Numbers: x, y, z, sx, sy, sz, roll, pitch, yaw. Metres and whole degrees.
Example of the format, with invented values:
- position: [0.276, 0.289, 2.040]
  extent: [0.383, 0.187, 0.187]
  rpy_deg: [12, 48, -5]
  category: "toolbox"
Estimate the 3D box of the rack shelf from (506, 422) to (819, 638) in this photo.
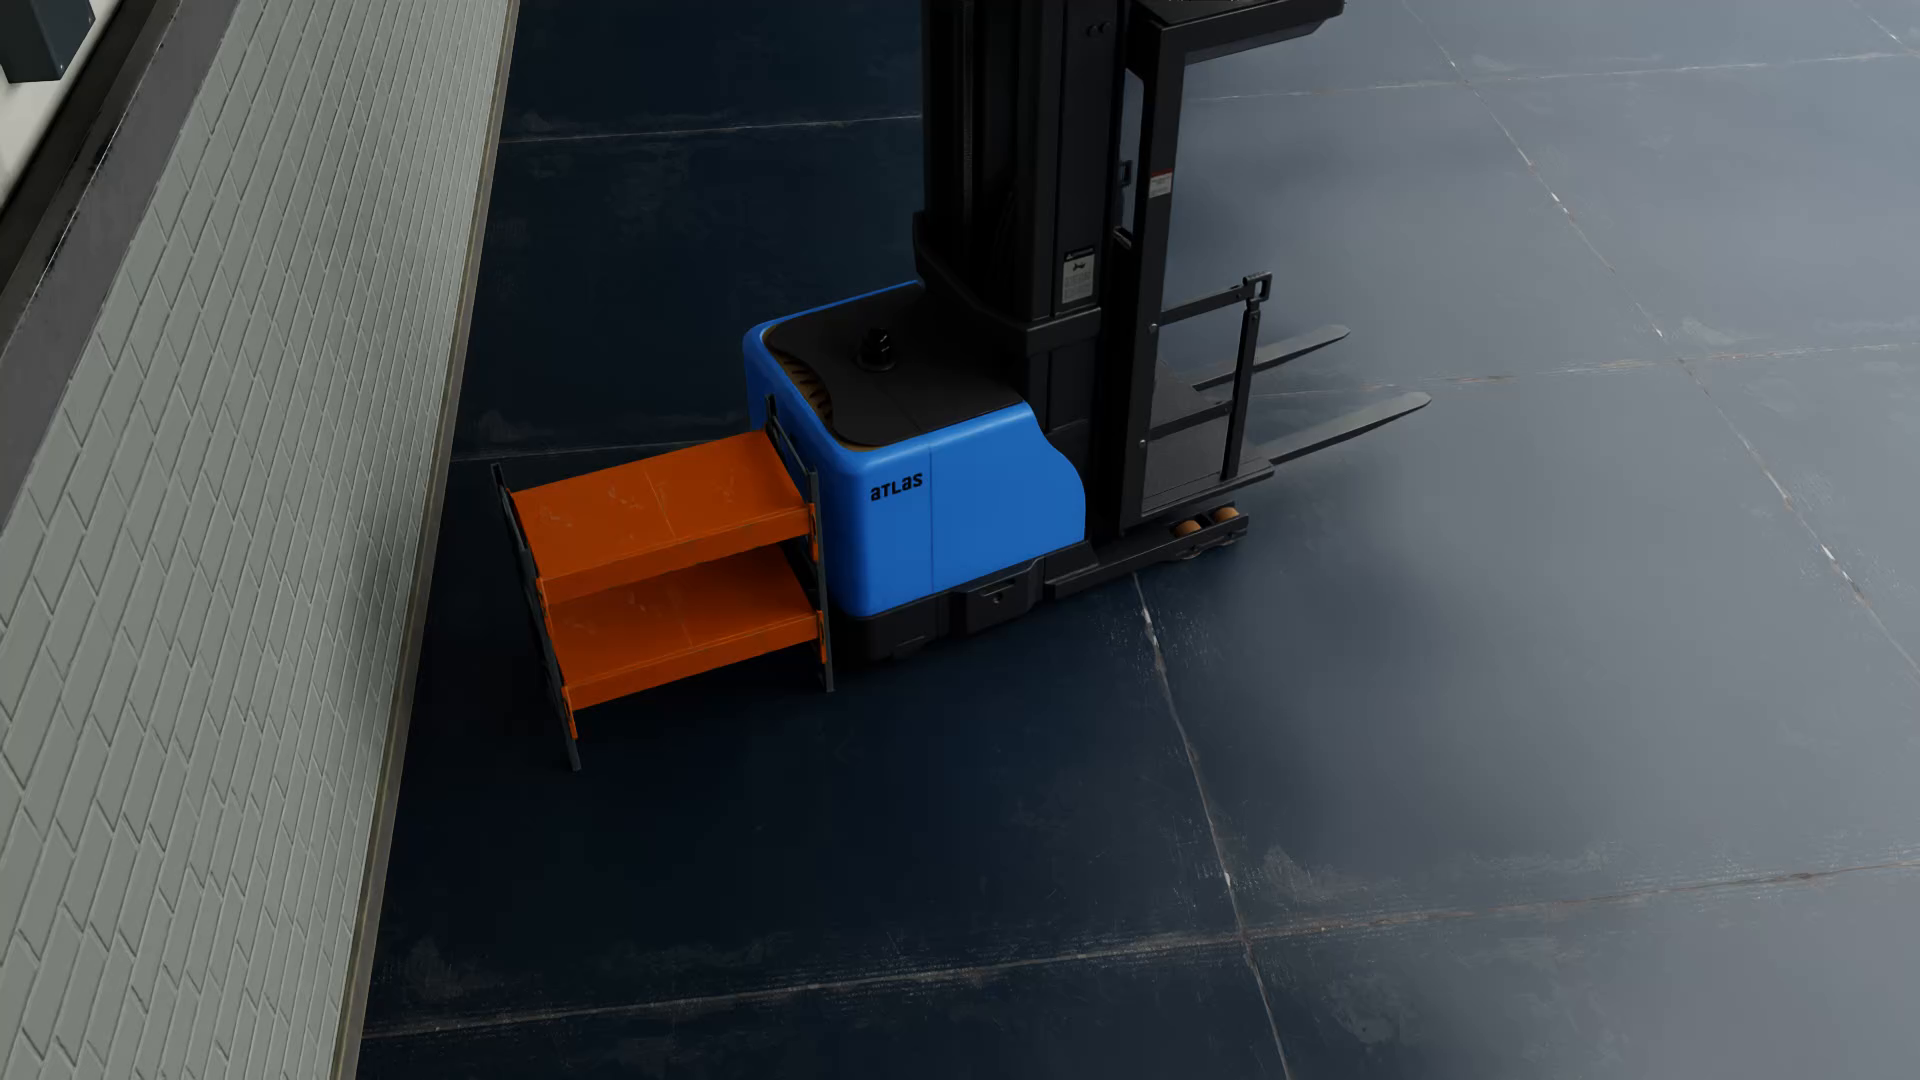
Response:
- position: [-1.078, -0.052, 6.031]
  extent: [1.000, 0.278, 0.538]
  rpy_deg: [-16, 44, -17]
  category: "rack shelf"

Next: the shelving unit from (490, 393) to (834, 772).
- position: [-1.078, 0.165, 6.227]
  extent: [1.048, 1.125, 0.538]
  rpy_deg: [-16, 44, -17]
  category: "shelving unit"

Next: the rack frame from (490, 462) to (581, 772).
- position: [-1.545, 0.300, 6.077]
  extent: [0.032, 1.125, 0.500]
  rpy_deg: [-16, 44, -17]
  category: "rack frame"

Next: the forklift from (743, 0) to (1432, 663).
- position: [0.673, -1.301, 6.504]
  extent: [3.031, 2.935, 1.130]
  rpy_deg: [-19, 45, -20]
  category: "forklift"

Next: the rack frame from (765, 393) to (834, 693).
- position: [-0.612, 0.030, 6.377]
  extent: [0.032, 1.125, 0.500]
  rpy_deg: [-16, 44, -17]
  category: "rack frame"

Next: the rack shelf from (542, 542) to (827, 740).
- position: [-1.078, 0.347, 6.391]
  extent: [1.000, 0.278, 0.538]
  rpy_deg: [-16, 44, -17]
  category: "rack shelf"

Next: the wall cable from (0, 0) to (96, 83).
- position: [-2.114, -3.976, 2.400]
  extent: [0.169, 6.003, 2.305]
  rpy_deg: [-5, 42, -6]
  category: "wall cable"
